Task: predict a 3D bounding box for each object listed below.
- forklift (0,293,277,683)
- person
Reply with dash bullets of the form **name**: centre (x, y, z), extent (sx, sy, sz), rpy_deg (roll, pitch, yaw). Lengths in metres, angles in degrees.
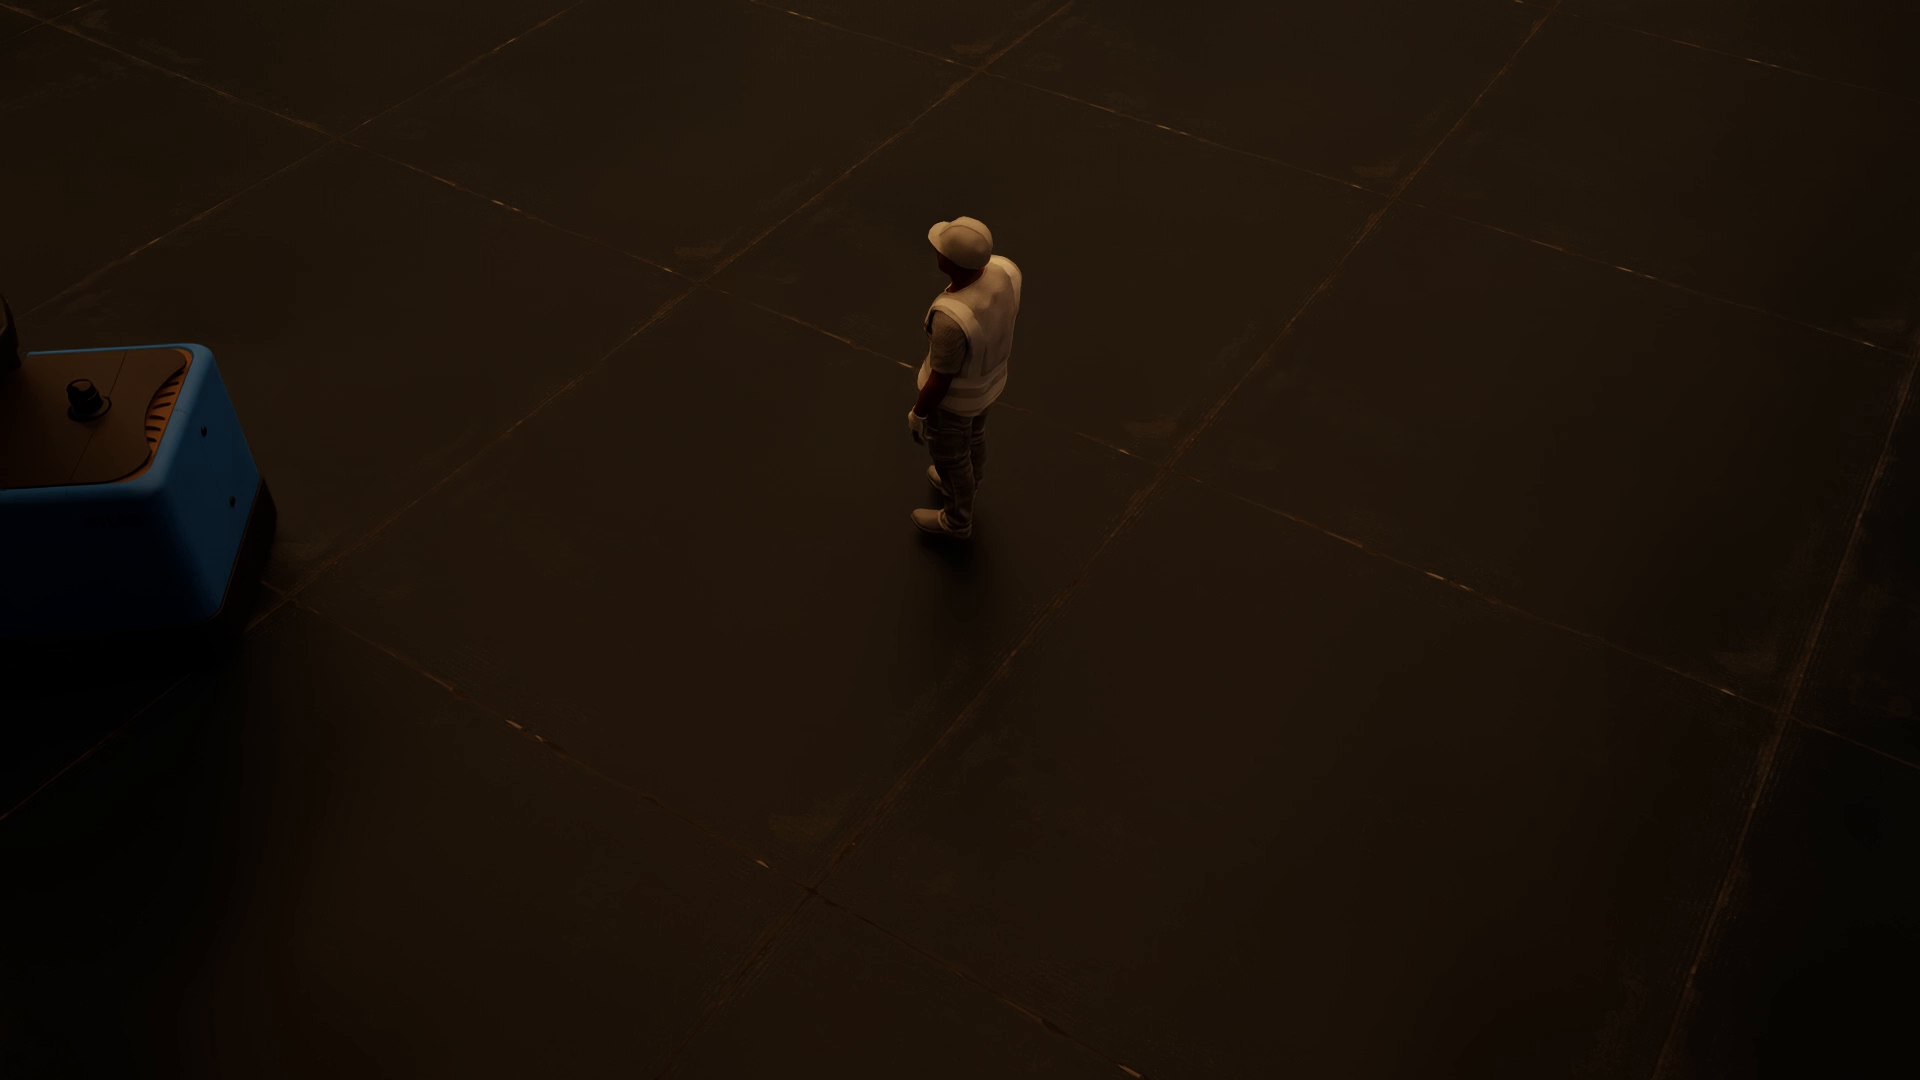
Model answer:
- **forklift**: centre (-4.749, -0.736, 6.624), extent (3.031, 2.935, 1.130), rpy_deg (-4, 44, -4)
- **person**: centre (-0.055, -0.714, 7.366), extent (0.577, 1.781, 0.656), rpy_deg (24, 48, 23)
